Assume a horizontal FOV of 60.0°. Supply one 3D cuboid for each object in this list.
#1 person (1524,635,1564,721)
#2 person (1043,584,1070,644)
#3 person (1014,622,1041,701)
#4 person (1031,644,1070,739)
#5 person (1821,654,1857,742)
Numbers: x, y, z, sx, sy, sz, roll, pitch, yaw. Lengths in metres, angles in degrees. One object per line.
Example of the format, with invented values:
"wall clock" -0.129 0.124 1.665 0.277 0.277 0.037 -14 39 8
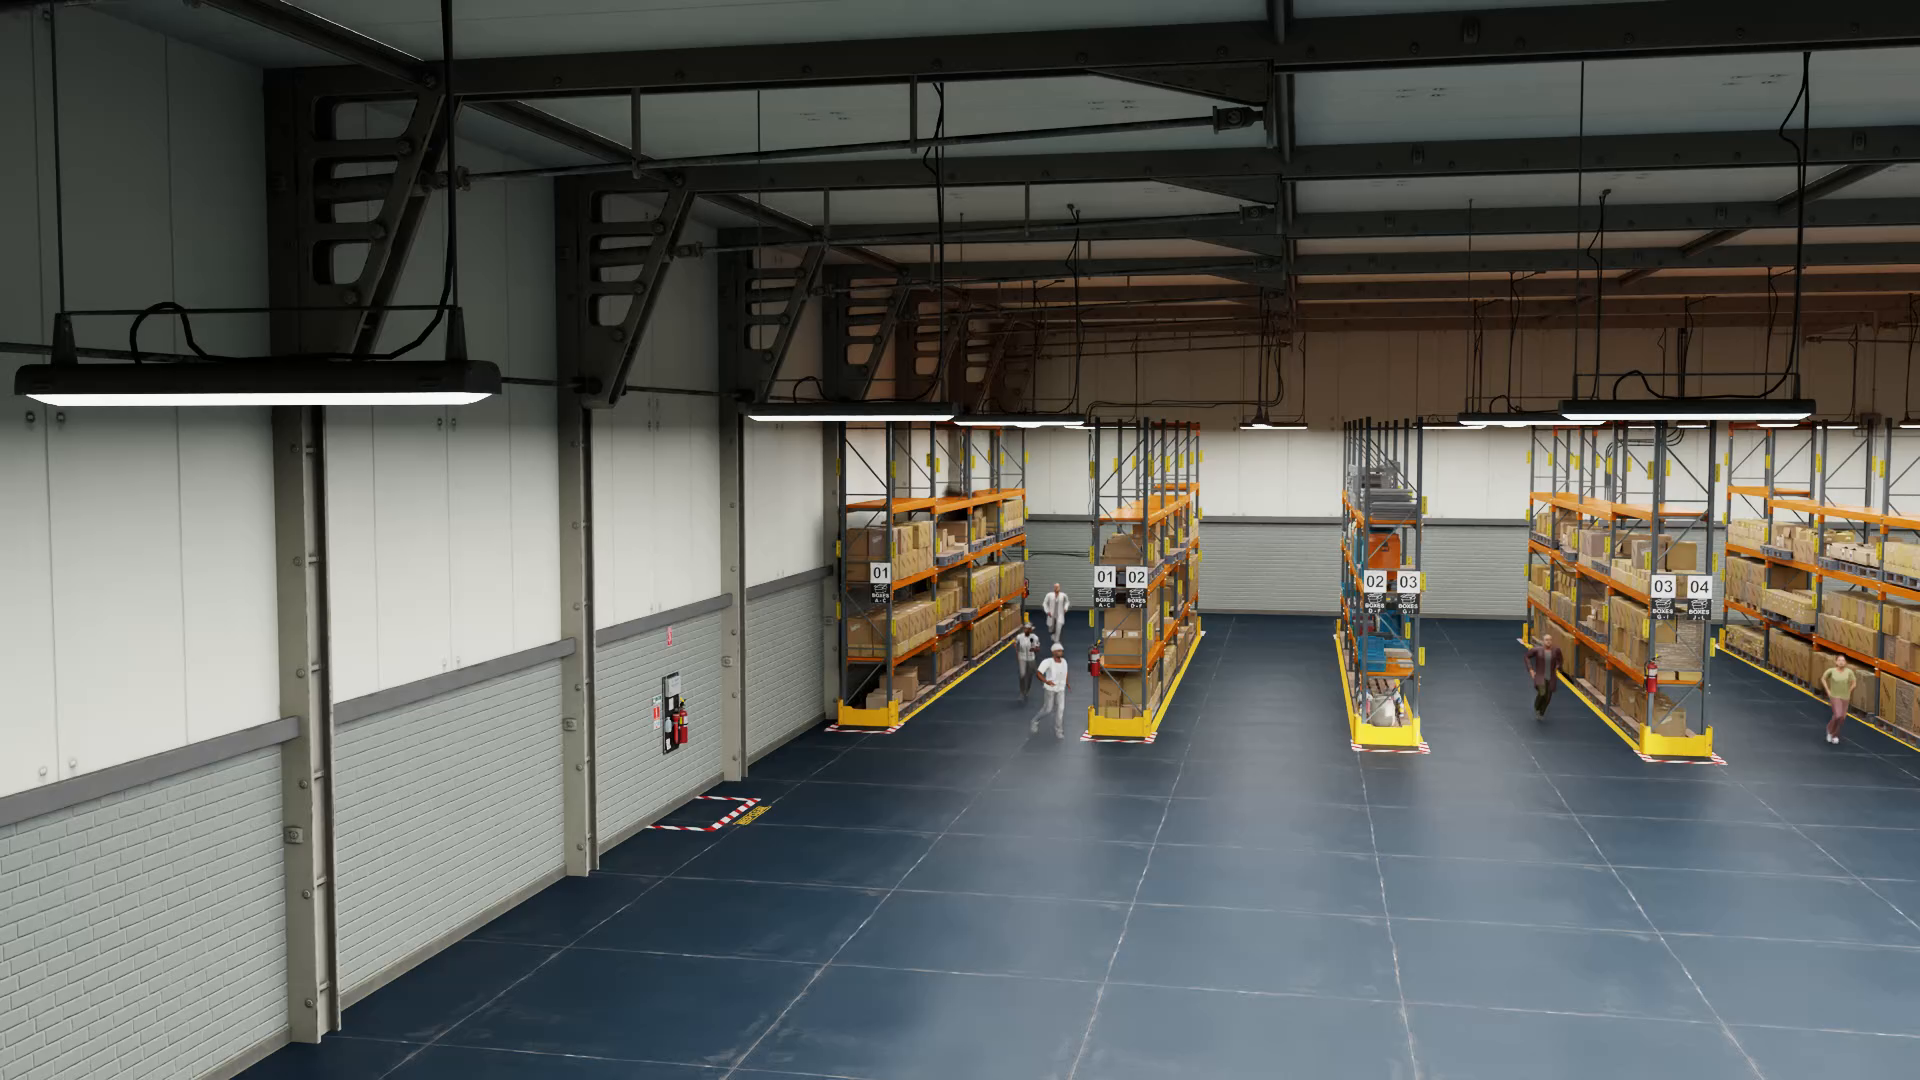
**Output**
"person" 11.515 2.724 32.710 0.706 1.736 0.703 0 4 2
"person" 2.541 2.022 43.966 0.702 1.752 1.009 1 4 8
"person" 1.437 2.586 35.526 0.560 1.714 0.735 0 4 -1
"person" 1.801 2.816 31.241 0.774 1.727 0.970 -2 4 -34
"person" 16.141 2.914 30.483 0.558 1.636 0.597 1 4 12
